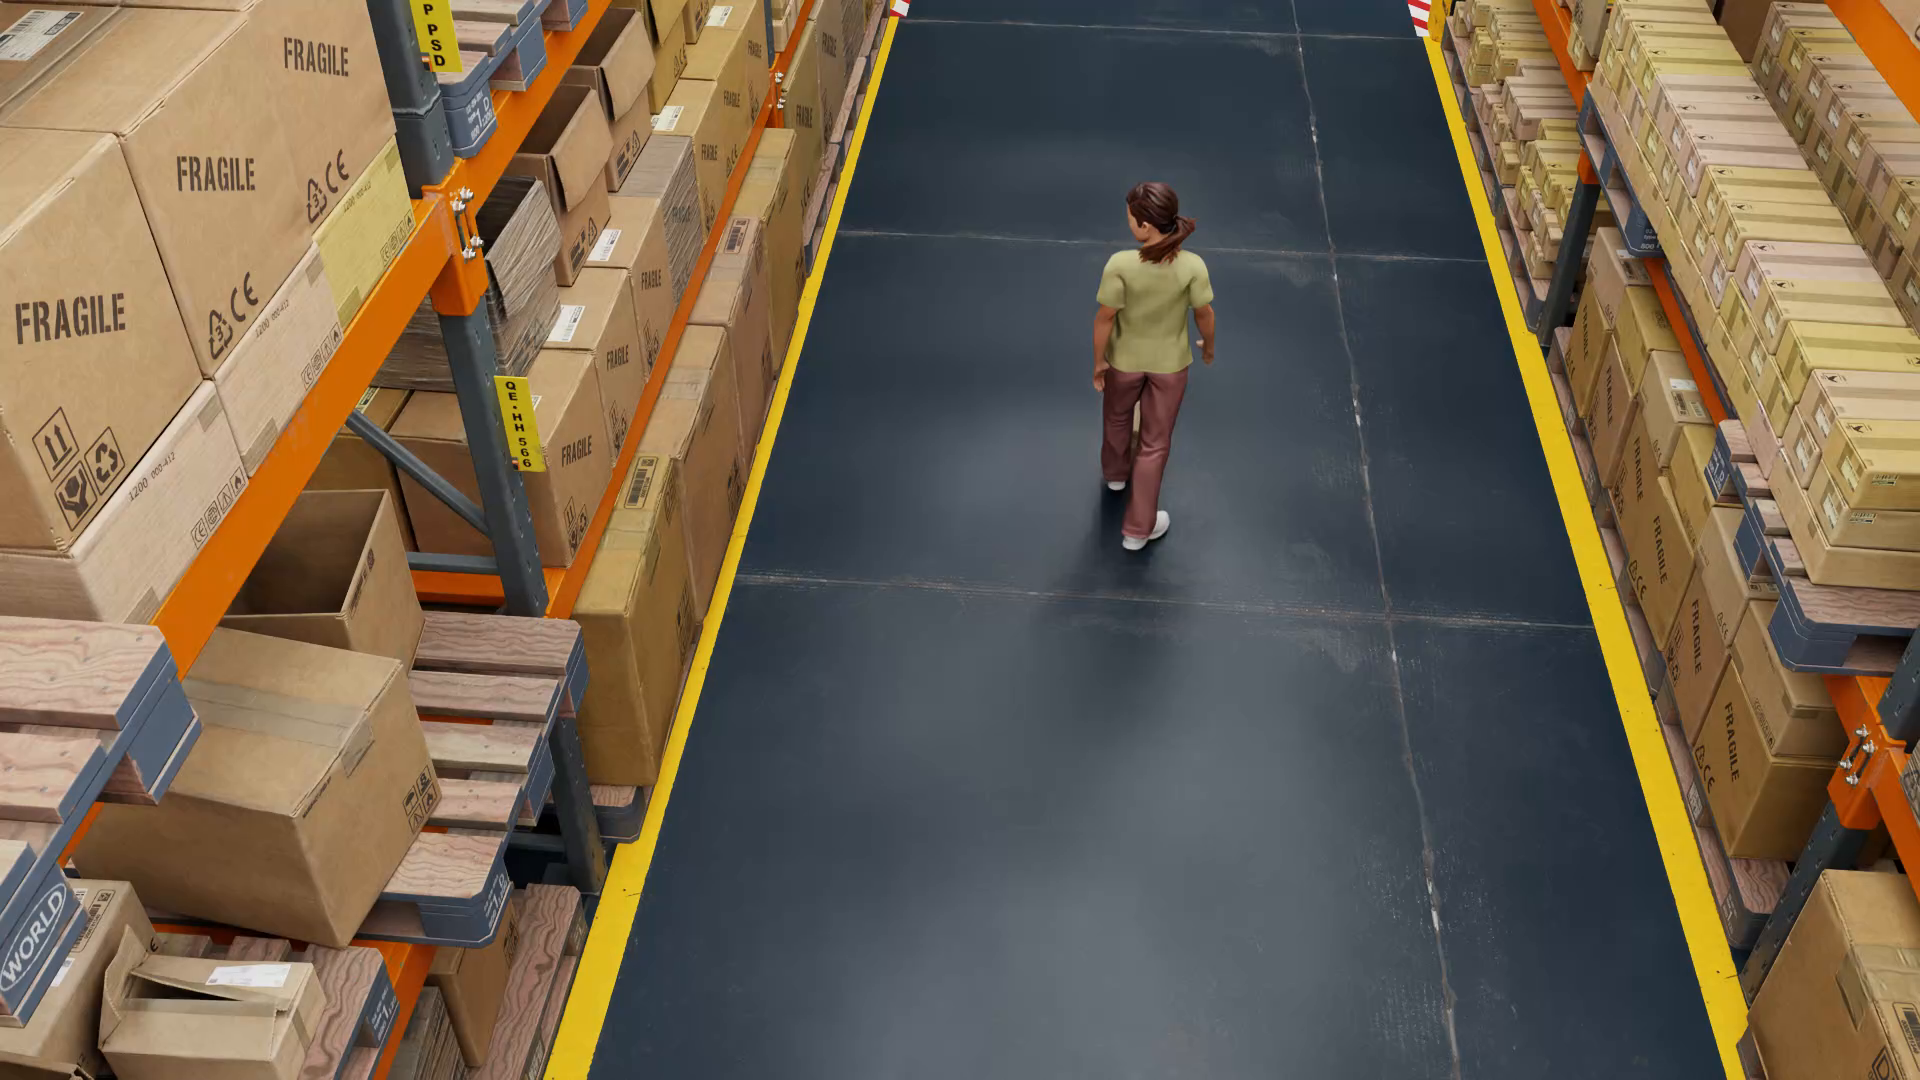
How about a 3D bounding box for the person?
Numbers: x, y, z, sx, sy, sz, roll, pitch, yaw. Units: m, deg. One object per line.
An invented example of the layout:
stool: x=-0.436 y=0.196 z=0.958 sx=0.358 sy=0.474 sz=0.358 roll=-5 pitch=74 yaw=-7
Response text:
person: x=0.828 y=-0.797 z=7.069 sx=0.496 sy=1.662 sz=0.731 roll=7 pitch=41 yaw=9
